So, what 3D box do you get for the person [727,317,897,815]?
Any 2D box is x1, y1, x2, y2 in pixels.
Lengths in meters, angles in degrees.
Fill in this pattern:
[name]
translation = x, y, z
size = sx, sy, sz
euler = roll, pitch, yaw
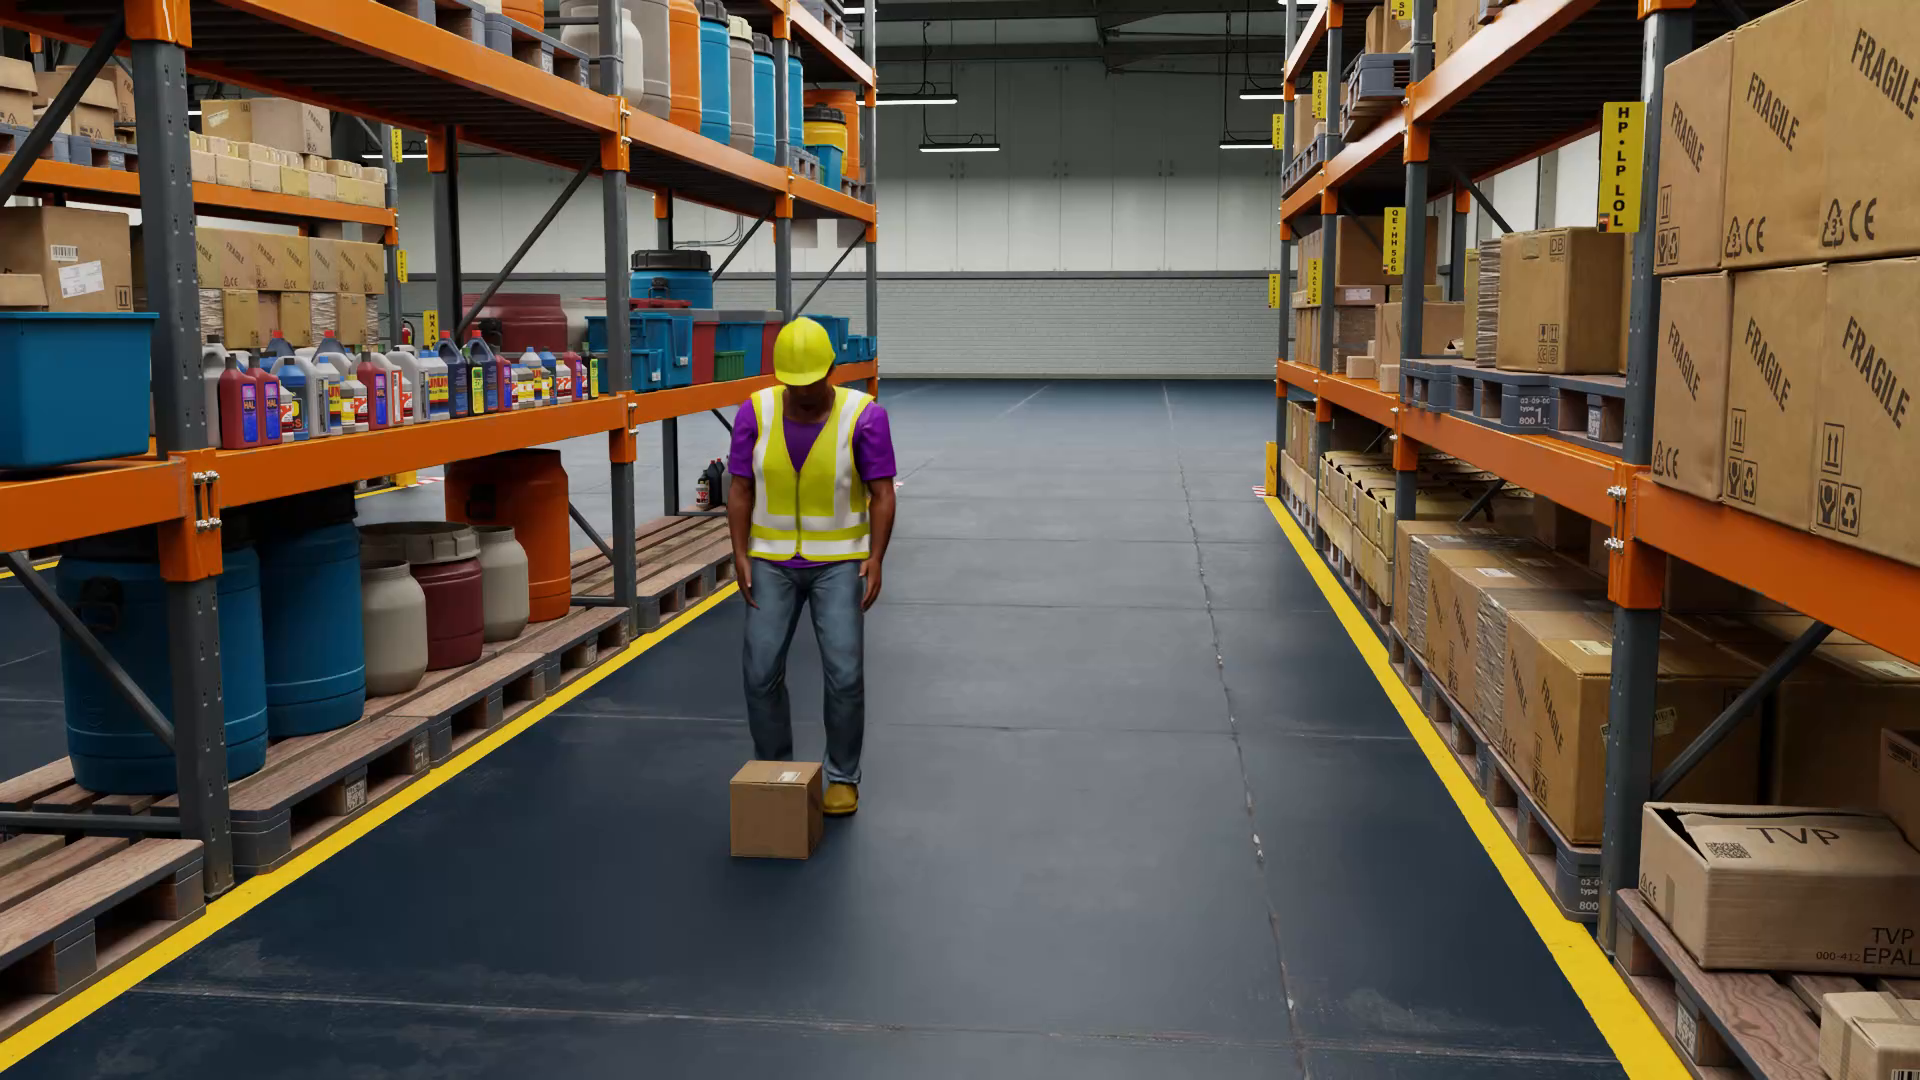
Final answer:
[person]
translation = -0.515, 0.090, 5.755
size = 0.595, 1.707, 0.472
euler = 1, 8, 8
